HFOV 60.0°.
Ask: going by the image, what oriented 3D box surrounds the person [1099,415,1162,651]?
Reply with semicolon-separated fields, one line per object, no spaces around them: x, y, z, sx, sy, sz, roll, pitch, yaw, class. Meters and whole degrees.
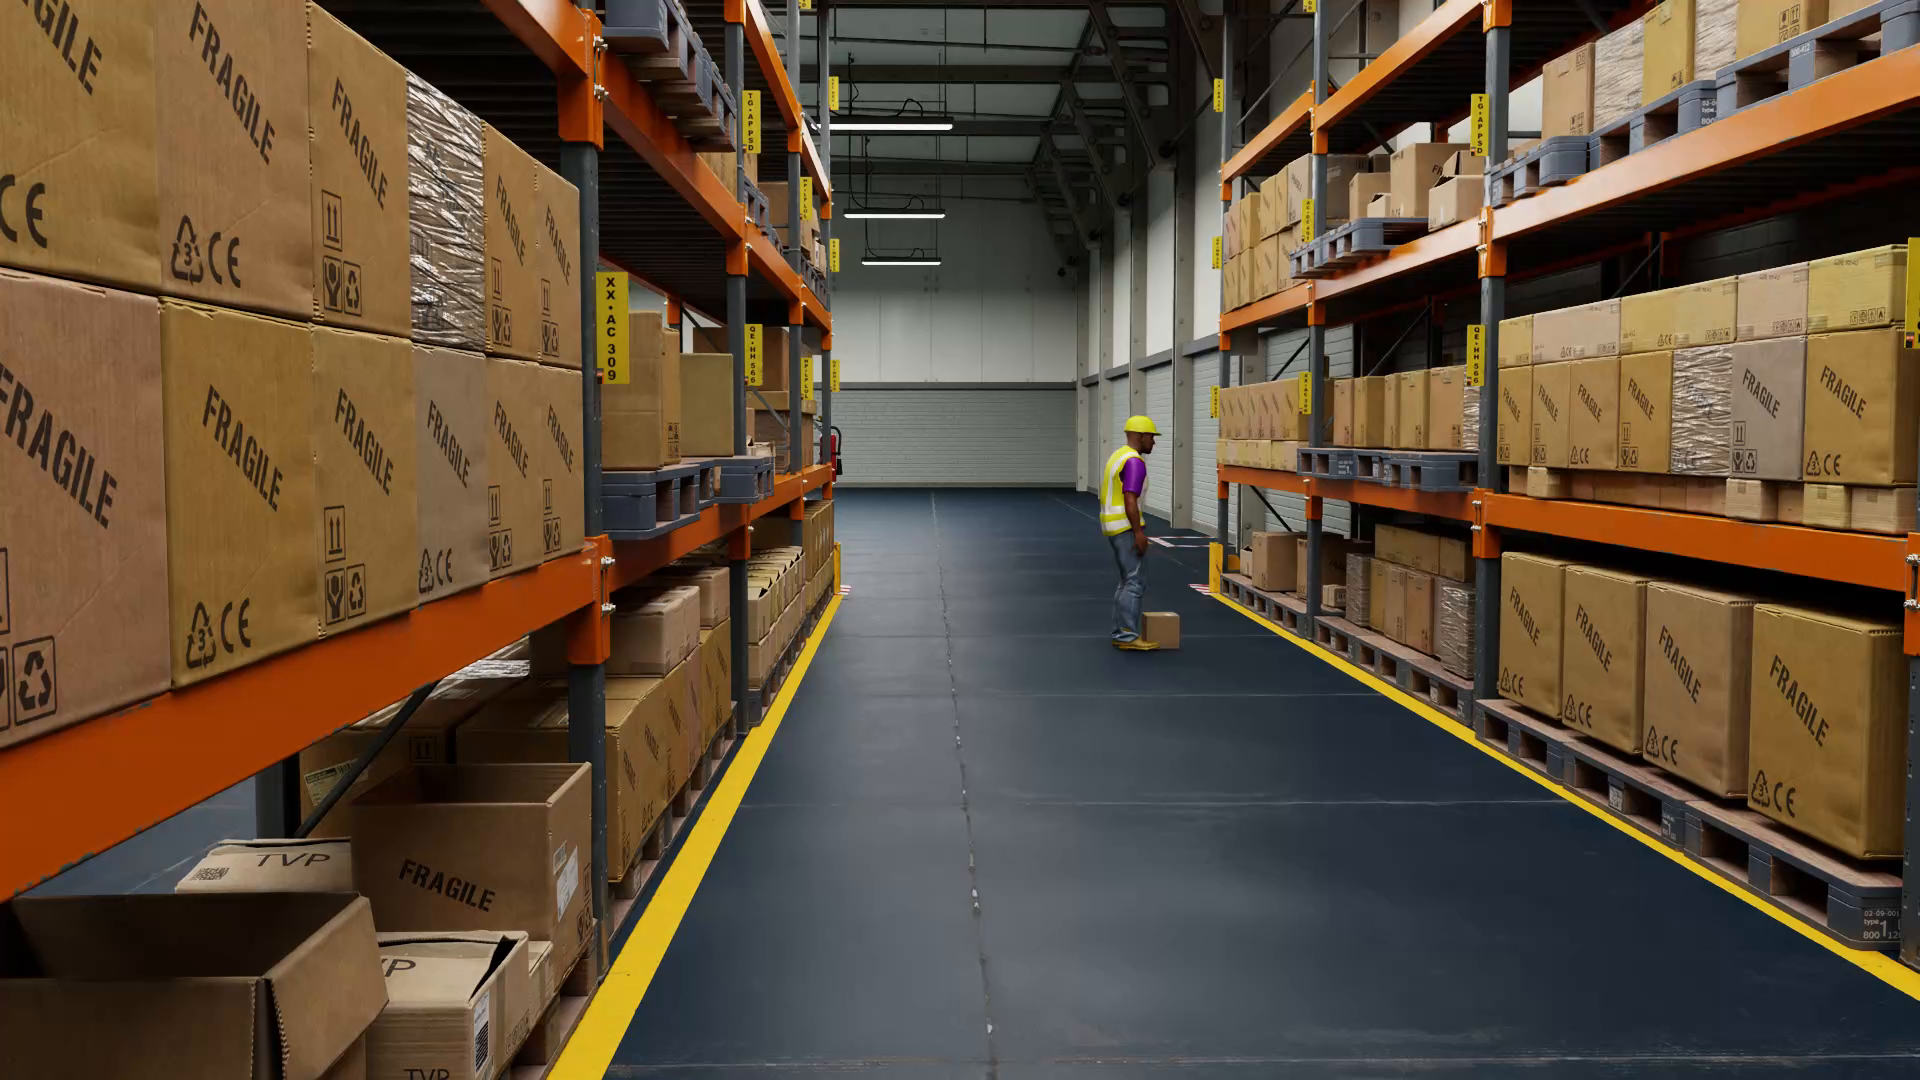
1.299;-0.061;12.586;0.462;1.755;0.633;0;4;-5;person
